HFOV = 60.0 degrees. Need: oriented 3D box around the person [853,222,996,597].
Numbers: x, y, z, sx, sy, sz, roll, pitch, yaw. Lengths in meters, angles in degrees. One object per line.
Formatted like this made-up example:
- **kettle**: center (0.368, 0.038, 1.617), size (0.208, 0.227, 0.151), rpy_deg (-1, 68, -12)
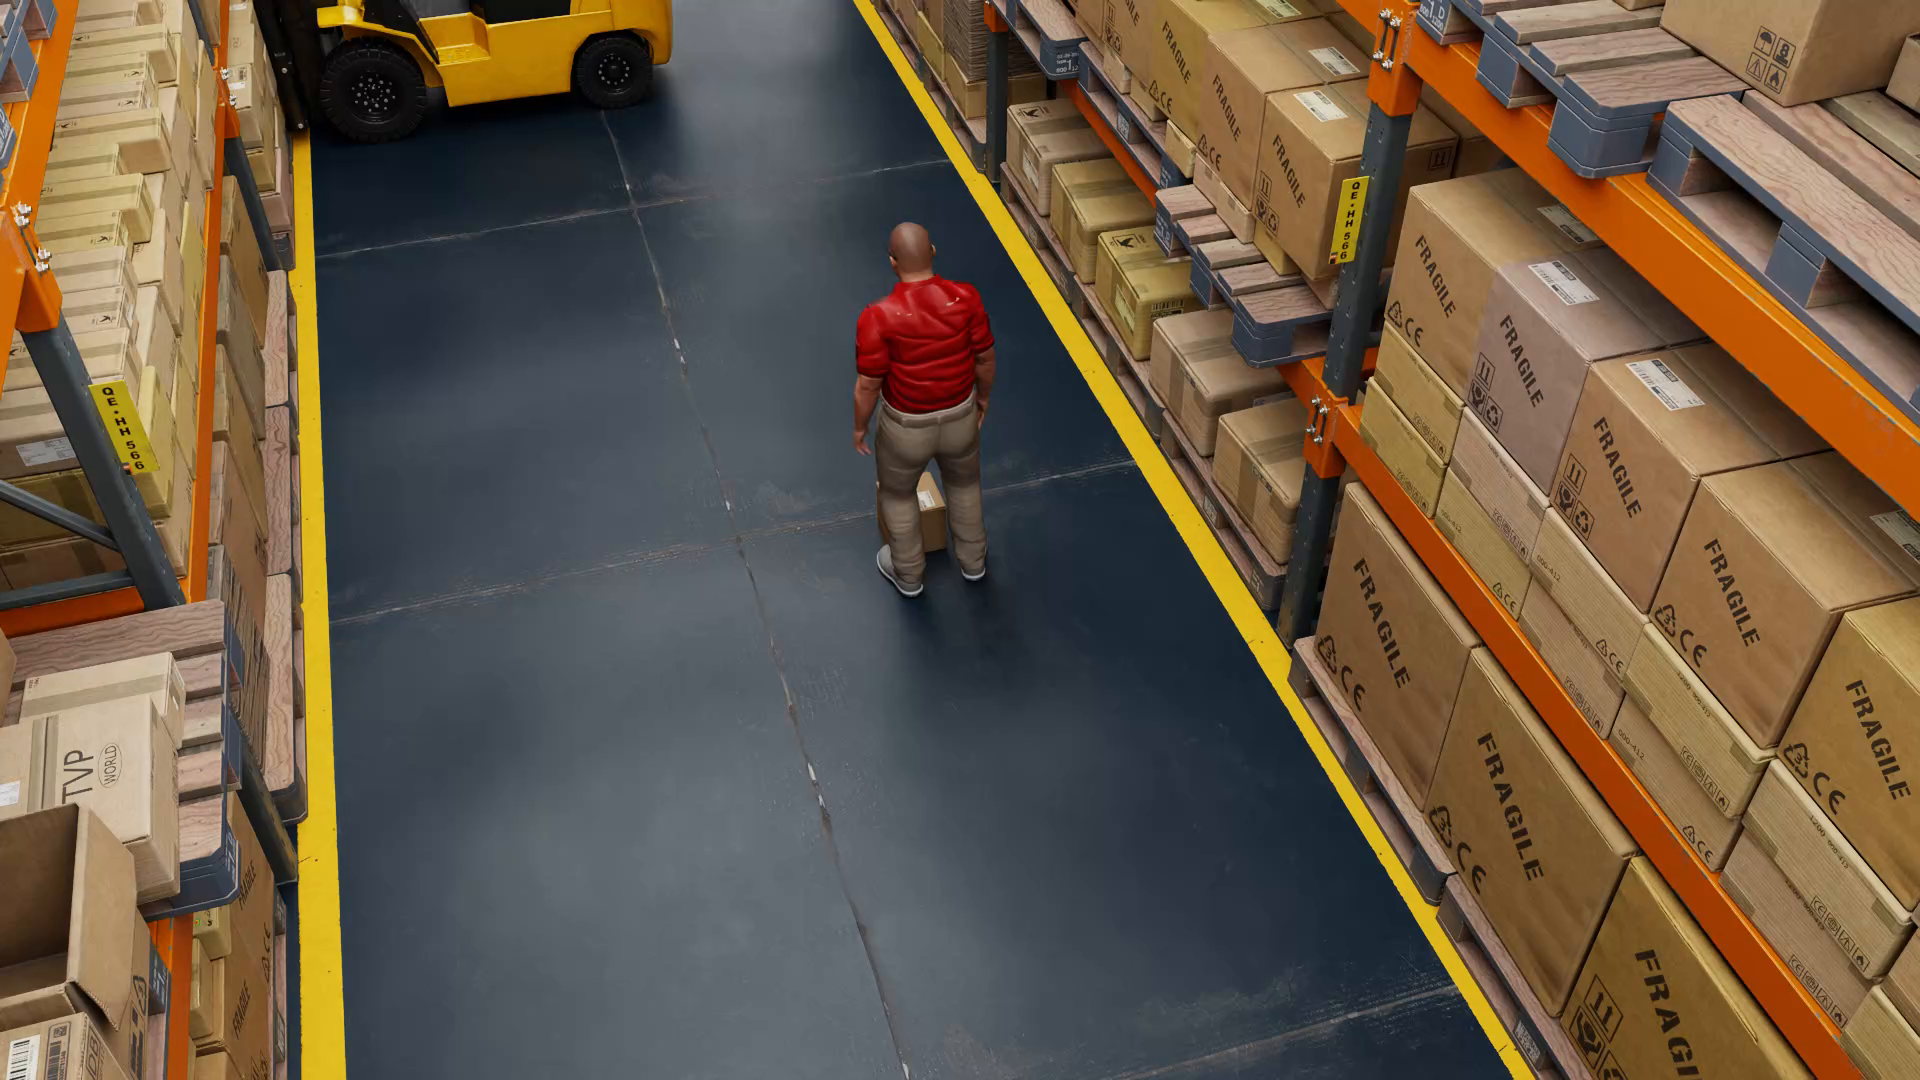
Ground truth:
- **person**: center (-0.141, -0.498, 6.723), size (0.605, 1.728, 0.385), rpy_deg (-14, 44, -15)
